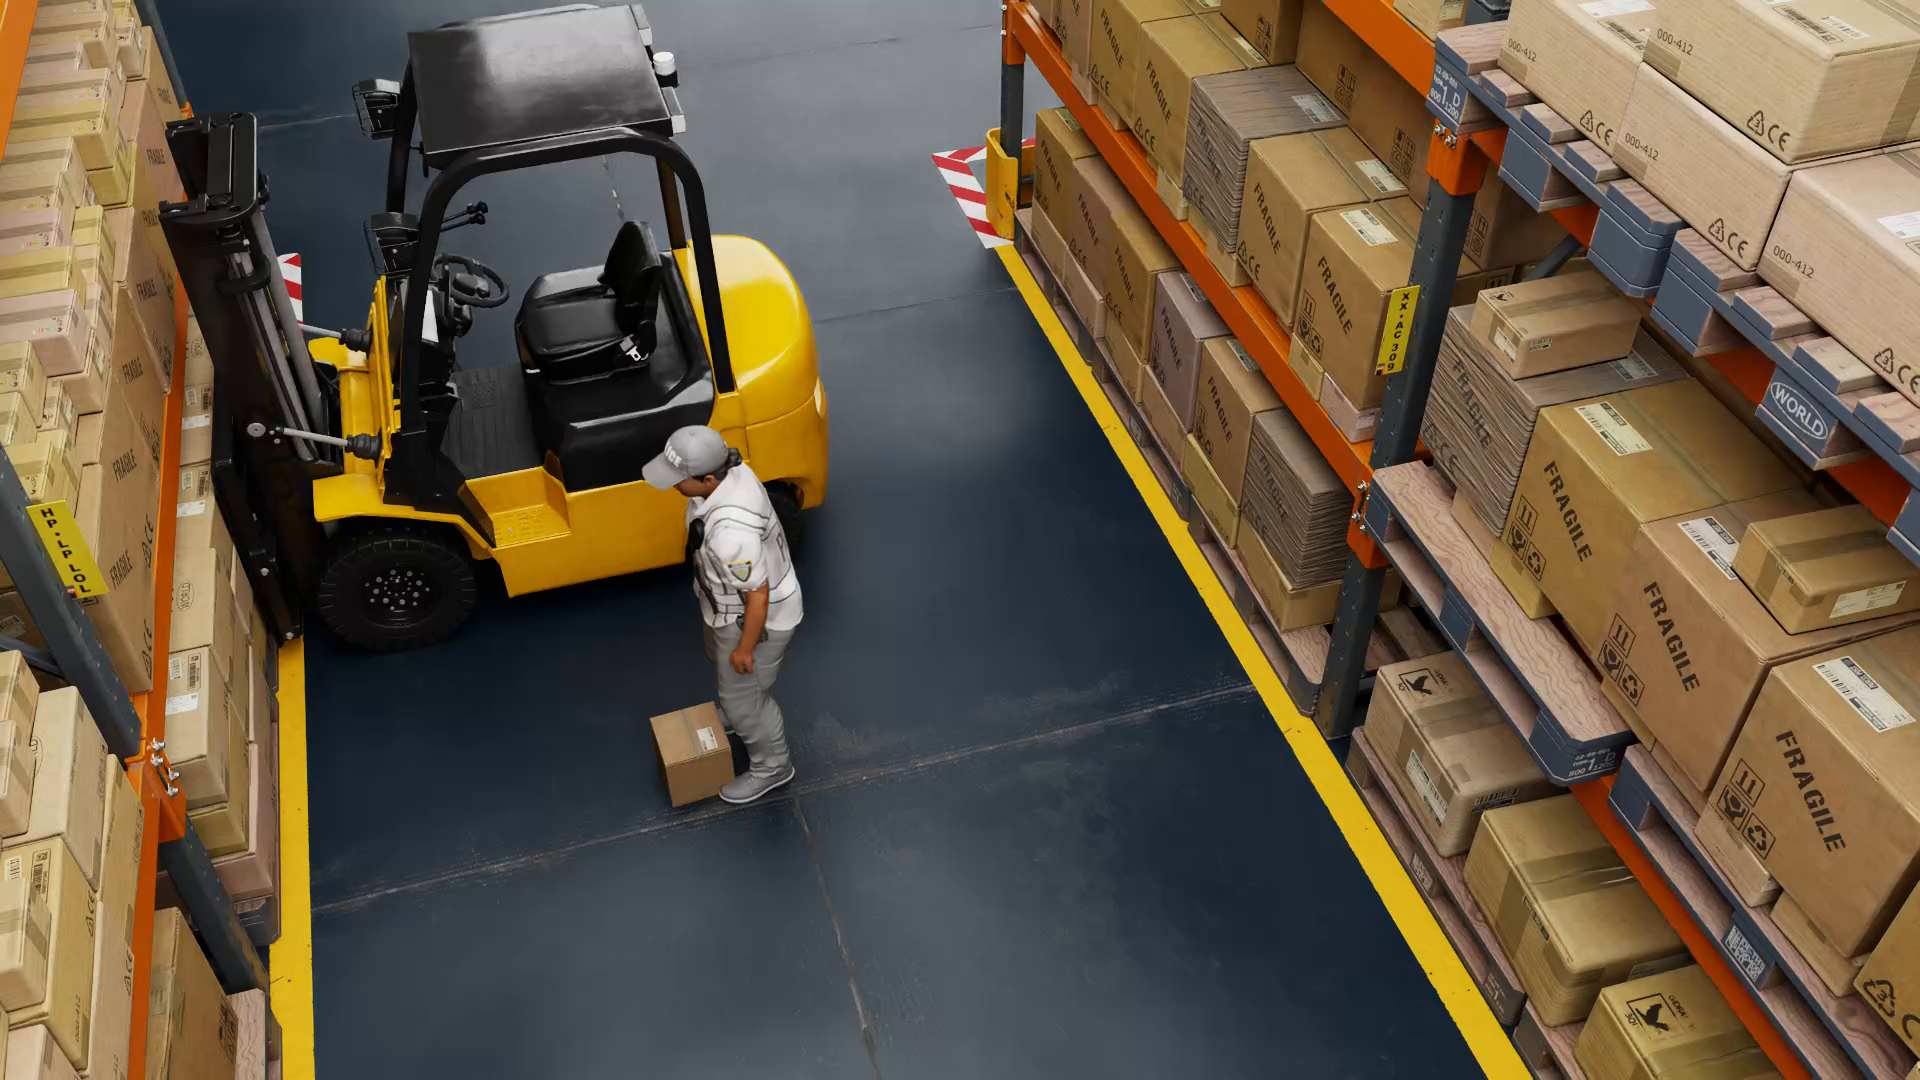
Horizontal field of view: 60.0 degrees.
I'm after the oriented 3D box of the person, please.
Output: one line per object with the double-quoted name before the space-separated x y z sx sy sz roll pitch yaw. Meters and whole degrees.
"person" -0.775 0.244 5.920 0.404 1.625 0.537 -12 44 -13
